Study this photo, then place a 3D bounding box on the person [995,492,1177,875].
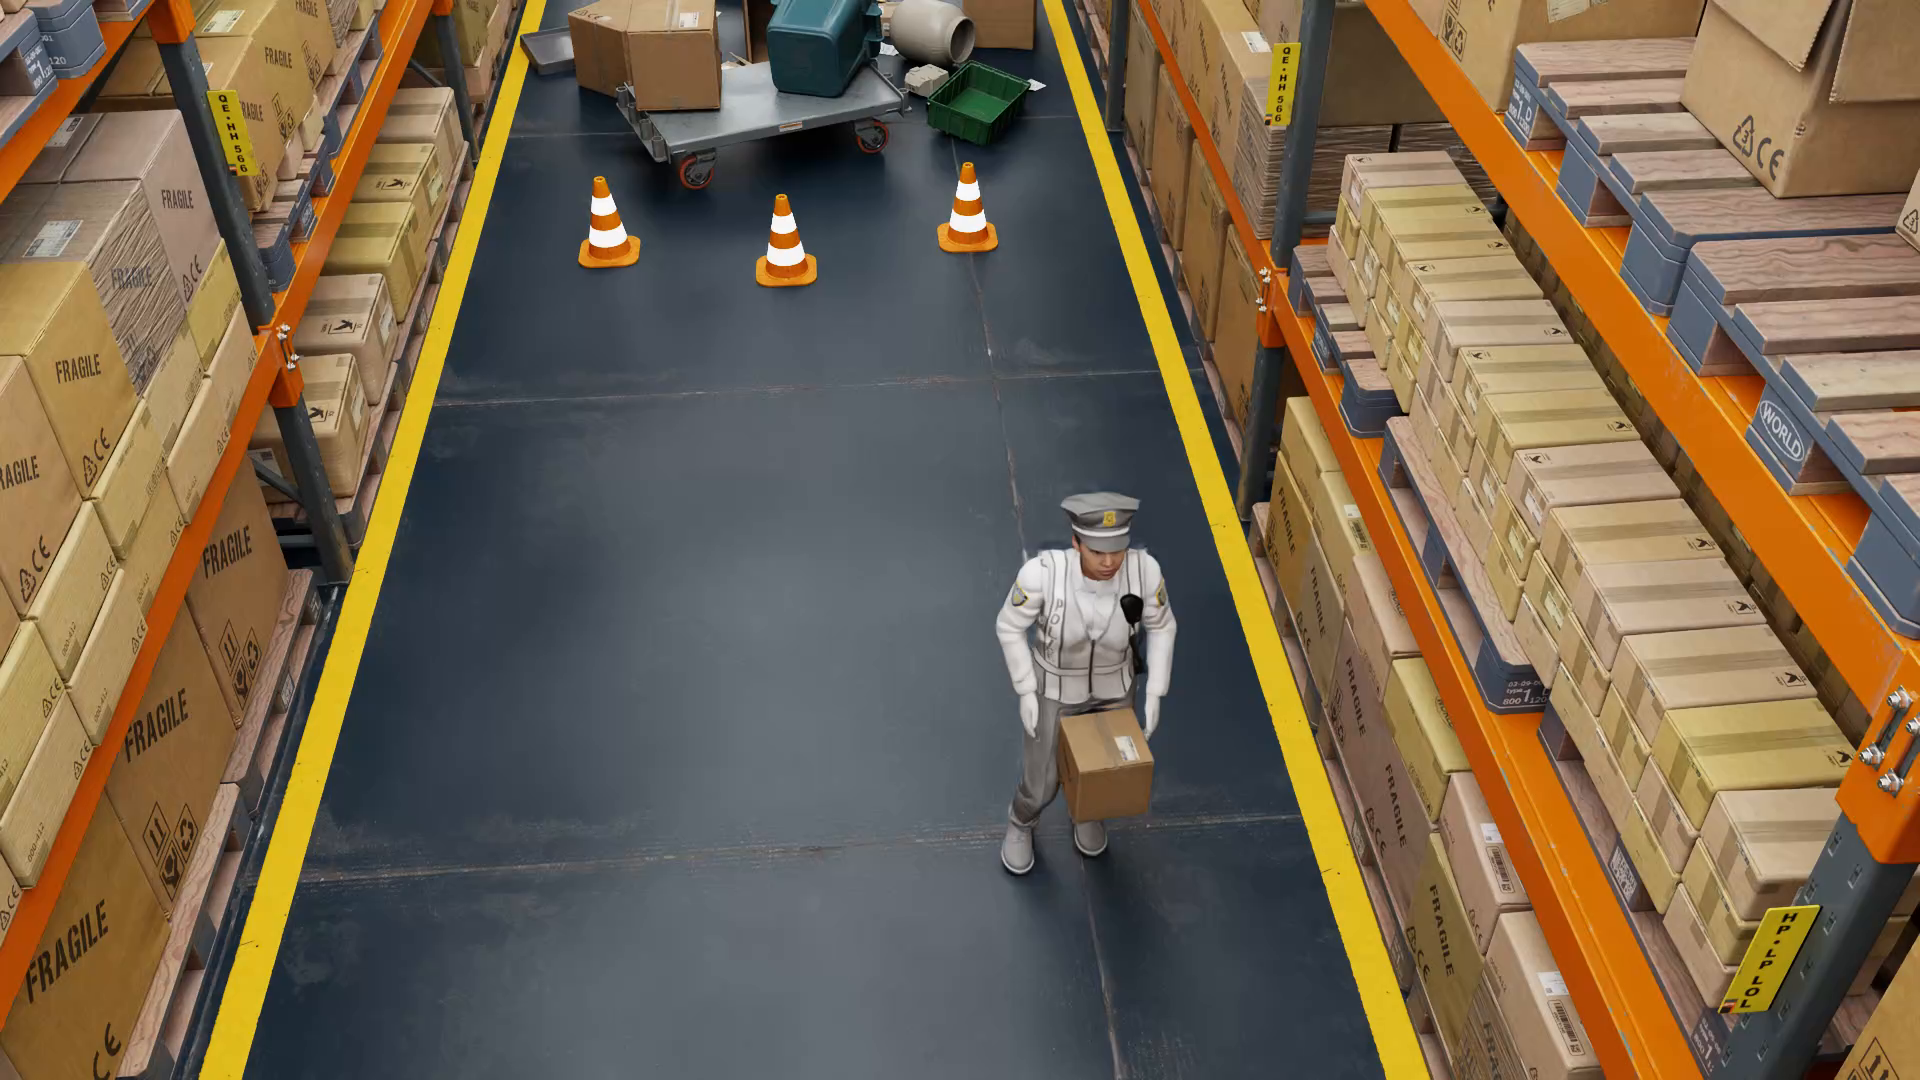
[{"bbox_3d":[0.421,0.492,5.556,0.596,1.656,0.468,-5,40,-6],"label":"person"}]
